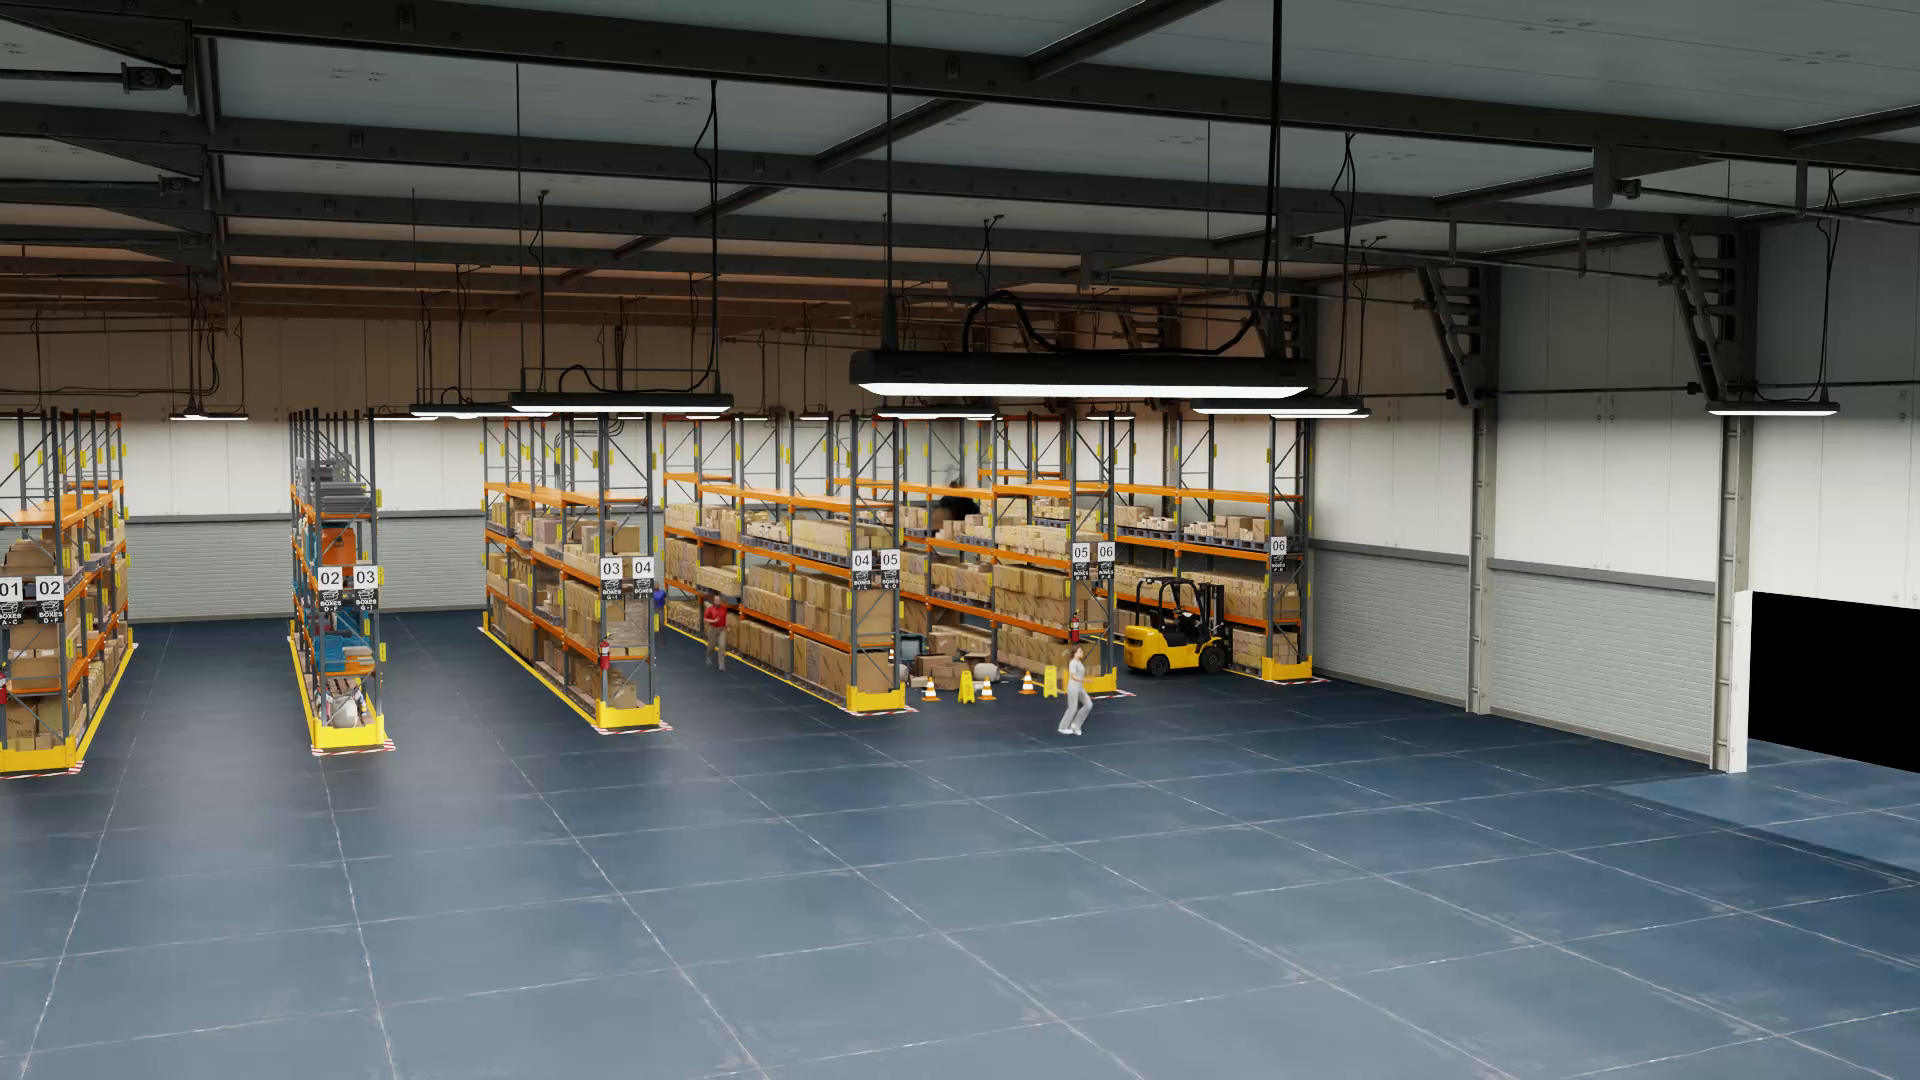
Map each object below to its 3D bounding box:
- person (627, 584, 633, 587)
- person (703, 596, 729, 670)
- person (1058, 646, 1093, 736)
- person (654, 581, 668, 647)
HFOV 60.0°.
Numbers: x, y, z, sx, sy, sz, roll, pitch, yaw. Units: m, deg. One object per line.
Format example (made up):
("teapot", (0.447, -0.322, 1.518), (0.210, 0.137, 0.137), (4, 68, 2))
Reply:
("person", (-9.324, 1.594, 46.558), (0.689, 1.776, 0.673), (-1, 4, -15))
("person", (-5.666, 2.140, 38.671), (0.664, 1.707, 0.944), (-2, 5, -27))
("person", (2.141, 2.765, 30.480), (0.681, 1.686, 0.578), (2, 4, 24))
("person", (-7.807, 1.887, 42.962), (0.583, 1.665, 0.918), (-1, 4, -17))
